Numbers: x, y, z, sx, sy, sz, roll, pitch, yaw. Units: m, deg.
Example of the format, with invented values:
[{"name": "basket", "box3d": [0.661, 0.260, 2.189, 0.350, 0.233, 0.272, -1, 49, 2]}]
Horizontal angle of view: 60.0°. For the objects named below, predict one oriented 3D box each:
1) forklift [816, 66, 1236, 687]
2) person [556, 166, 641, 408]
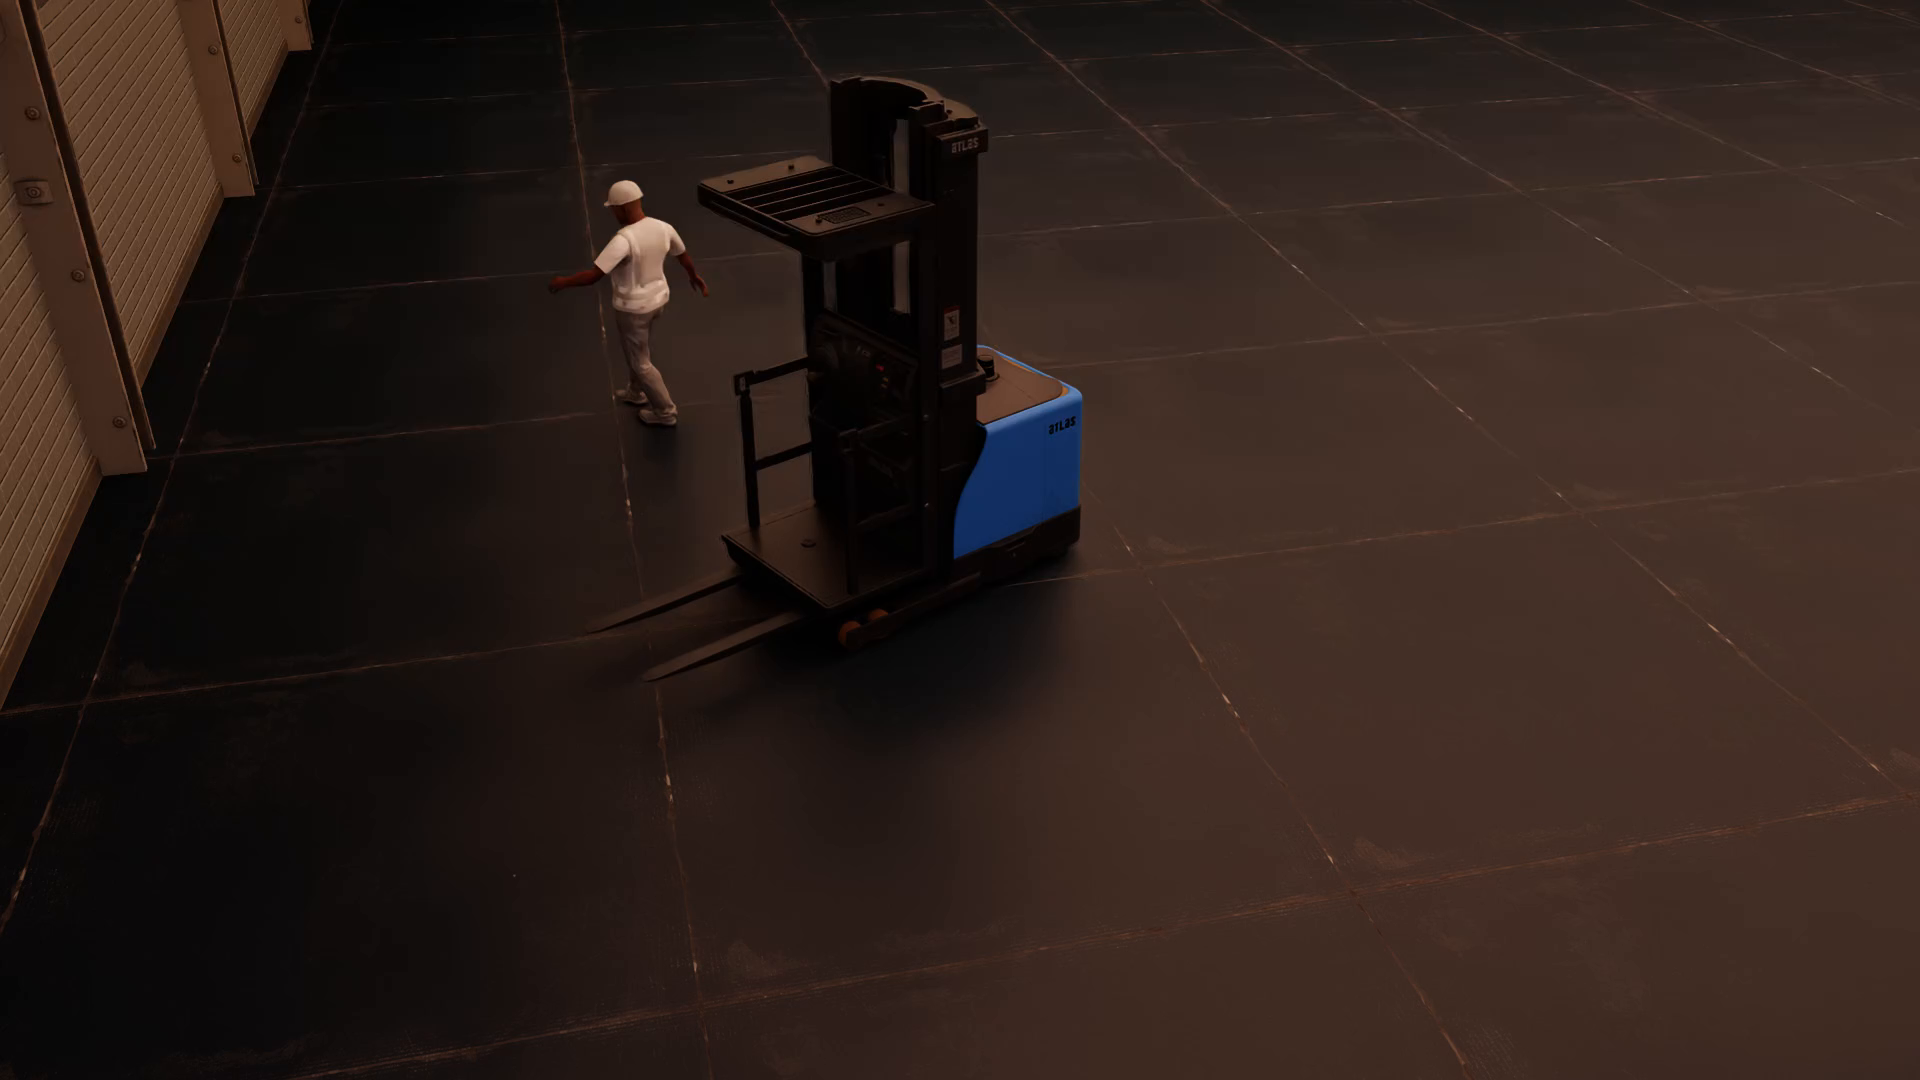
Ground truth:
[{"name": "forklift", "box3d": [0.355, -1.021, 9.338, 1.130, 2.935, 3.031, -20, 35, -30]}, {"name": "person", "box3d": [-2.594, -1.807, 11.869, 0.462, 1.759, 0.633, 21, 36, 31]}]
